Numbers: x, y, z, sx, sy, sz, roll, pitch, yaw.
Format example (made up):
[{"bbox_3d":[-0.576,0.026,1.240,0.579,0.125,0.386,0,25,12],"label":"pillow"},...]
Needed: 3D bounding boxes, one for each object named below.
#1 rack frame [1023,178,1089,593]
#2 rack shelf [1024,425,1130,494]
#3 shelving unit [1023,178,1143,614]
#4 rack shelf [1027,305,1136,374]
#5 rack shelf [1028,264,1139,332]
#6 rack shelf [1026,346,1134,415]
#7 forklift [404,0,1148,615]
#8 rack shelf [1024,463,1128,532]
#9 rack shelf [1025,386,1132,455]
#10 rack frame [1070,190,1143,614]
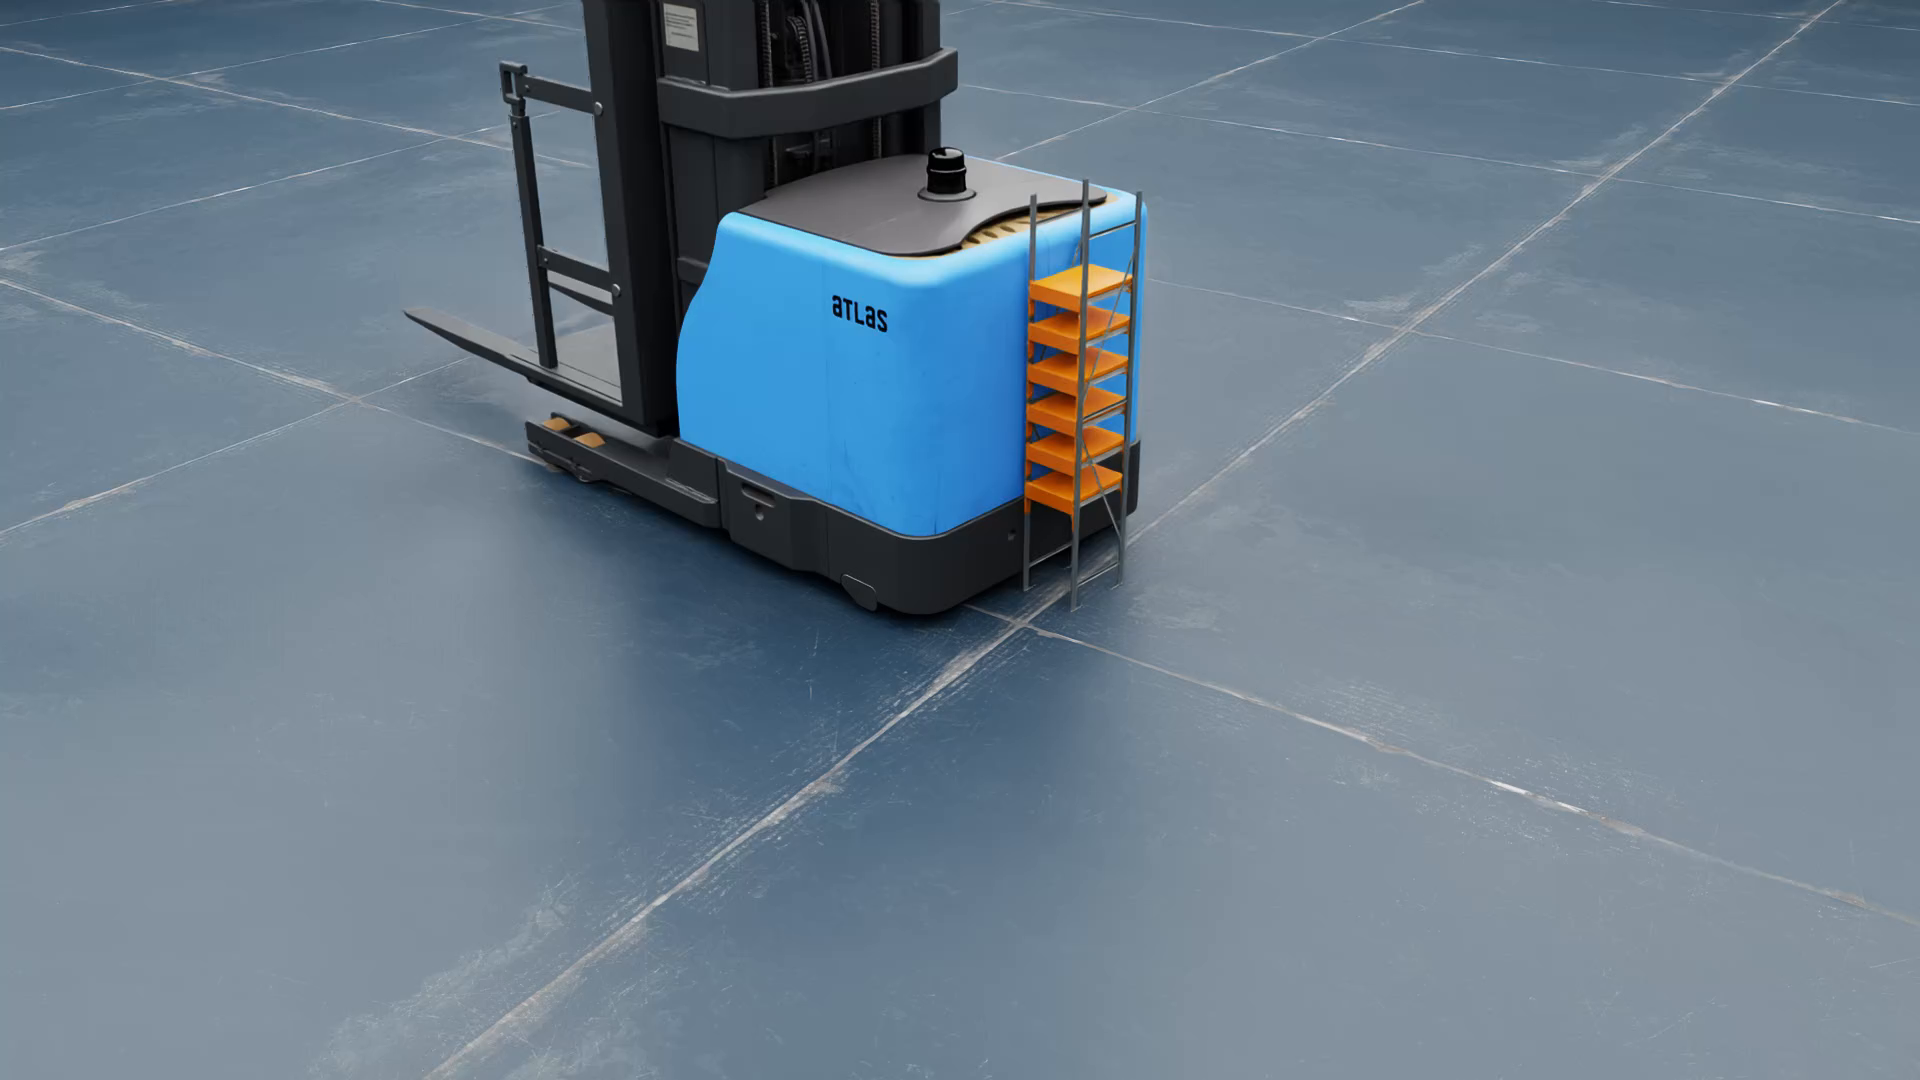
[{"bbox_3d":[0.270,-0.417,4.747,0.006,1.200,0.240,23,35,37],"label":"rack frame"},{"bbox_3d":[0.337,-0.243,4.766,0.180,0.103,0.258,23,35,37],"label":"rack shelf"},{"bbox_3d":[0.337,-0.389,4.692,0.189,1.200,0.258,23,35,37],"label":"shelving unit"},{"bbox_3d":[0.337,-0.563,4.603,0.180,0.103,0.258,23,35,37],"label":"rack shelf"},{"bbox_3d":[0.337,-0.670,4.549,0.180,0.103,0.258,23,35,37],"label":"rack shelf"},{"bbox_3d":[0.337,-0.456,4.657,0.180,0.103,0.258,23,35,37],"label":"rack shelf"},{"bbox_3d":[-0.854,-1.654,5.268,3.031,2.935,1.130,23,35,37],"label":"forklift"},{"bbox_3d":[0.337,-0.136,4.821,0.180,0.103,0.258,23,35,37],"label":"rack shelf"},{"bbox_3d":[0.337,-0.350,4.712,0.180,0.103,0.258,23,35,37],"label":"rack shelf"},{"bbox_3d":[0.404,-0.361,4.636,0.006,1.200,0.240,23,35,37],"label":"rack frame"}]
